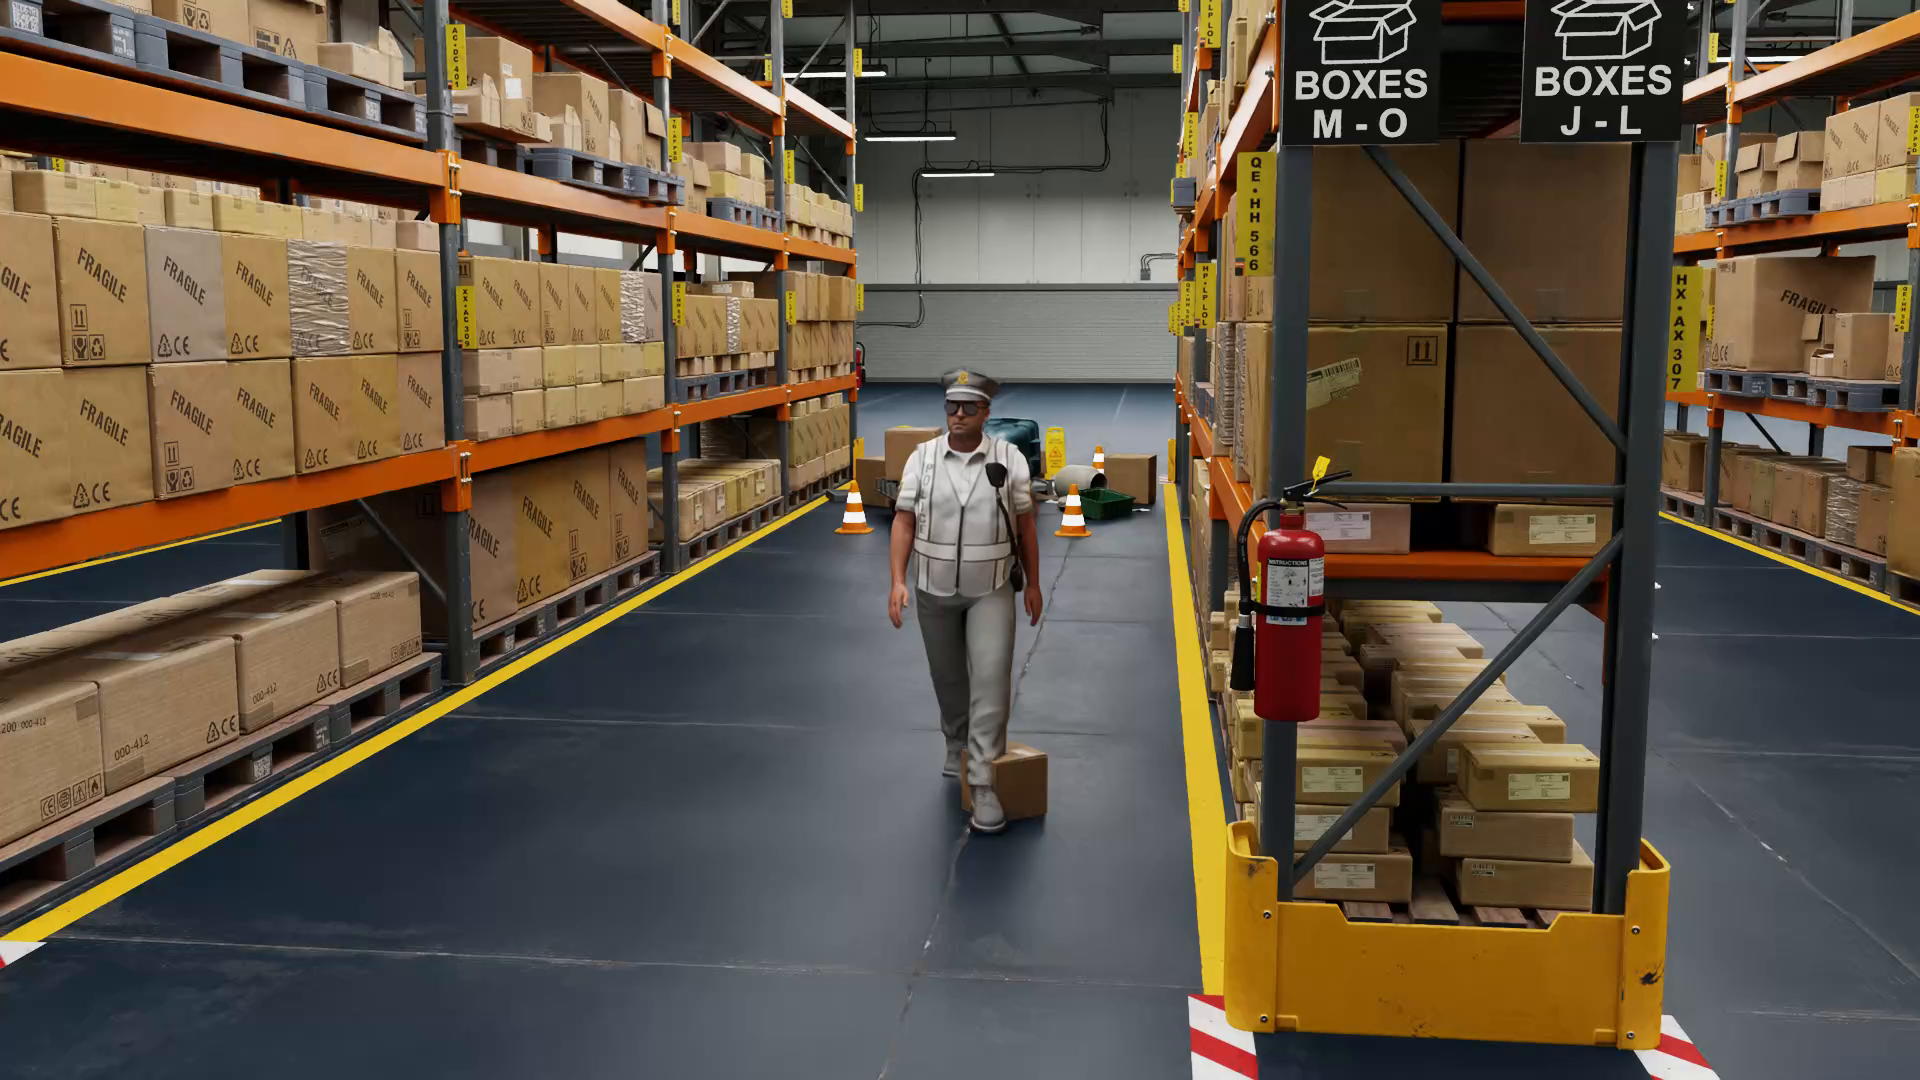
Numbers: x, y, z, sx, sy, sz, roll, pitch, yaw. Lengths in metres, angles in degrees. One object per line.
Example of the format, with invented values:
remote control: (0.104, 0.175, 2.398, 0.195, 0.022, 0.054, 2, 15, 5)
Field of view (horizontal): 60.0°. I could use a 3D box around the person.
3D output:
person: (0.012, 0.189, 6.683, 0.593, 1.735, 0.956, 1, 8, 9)
